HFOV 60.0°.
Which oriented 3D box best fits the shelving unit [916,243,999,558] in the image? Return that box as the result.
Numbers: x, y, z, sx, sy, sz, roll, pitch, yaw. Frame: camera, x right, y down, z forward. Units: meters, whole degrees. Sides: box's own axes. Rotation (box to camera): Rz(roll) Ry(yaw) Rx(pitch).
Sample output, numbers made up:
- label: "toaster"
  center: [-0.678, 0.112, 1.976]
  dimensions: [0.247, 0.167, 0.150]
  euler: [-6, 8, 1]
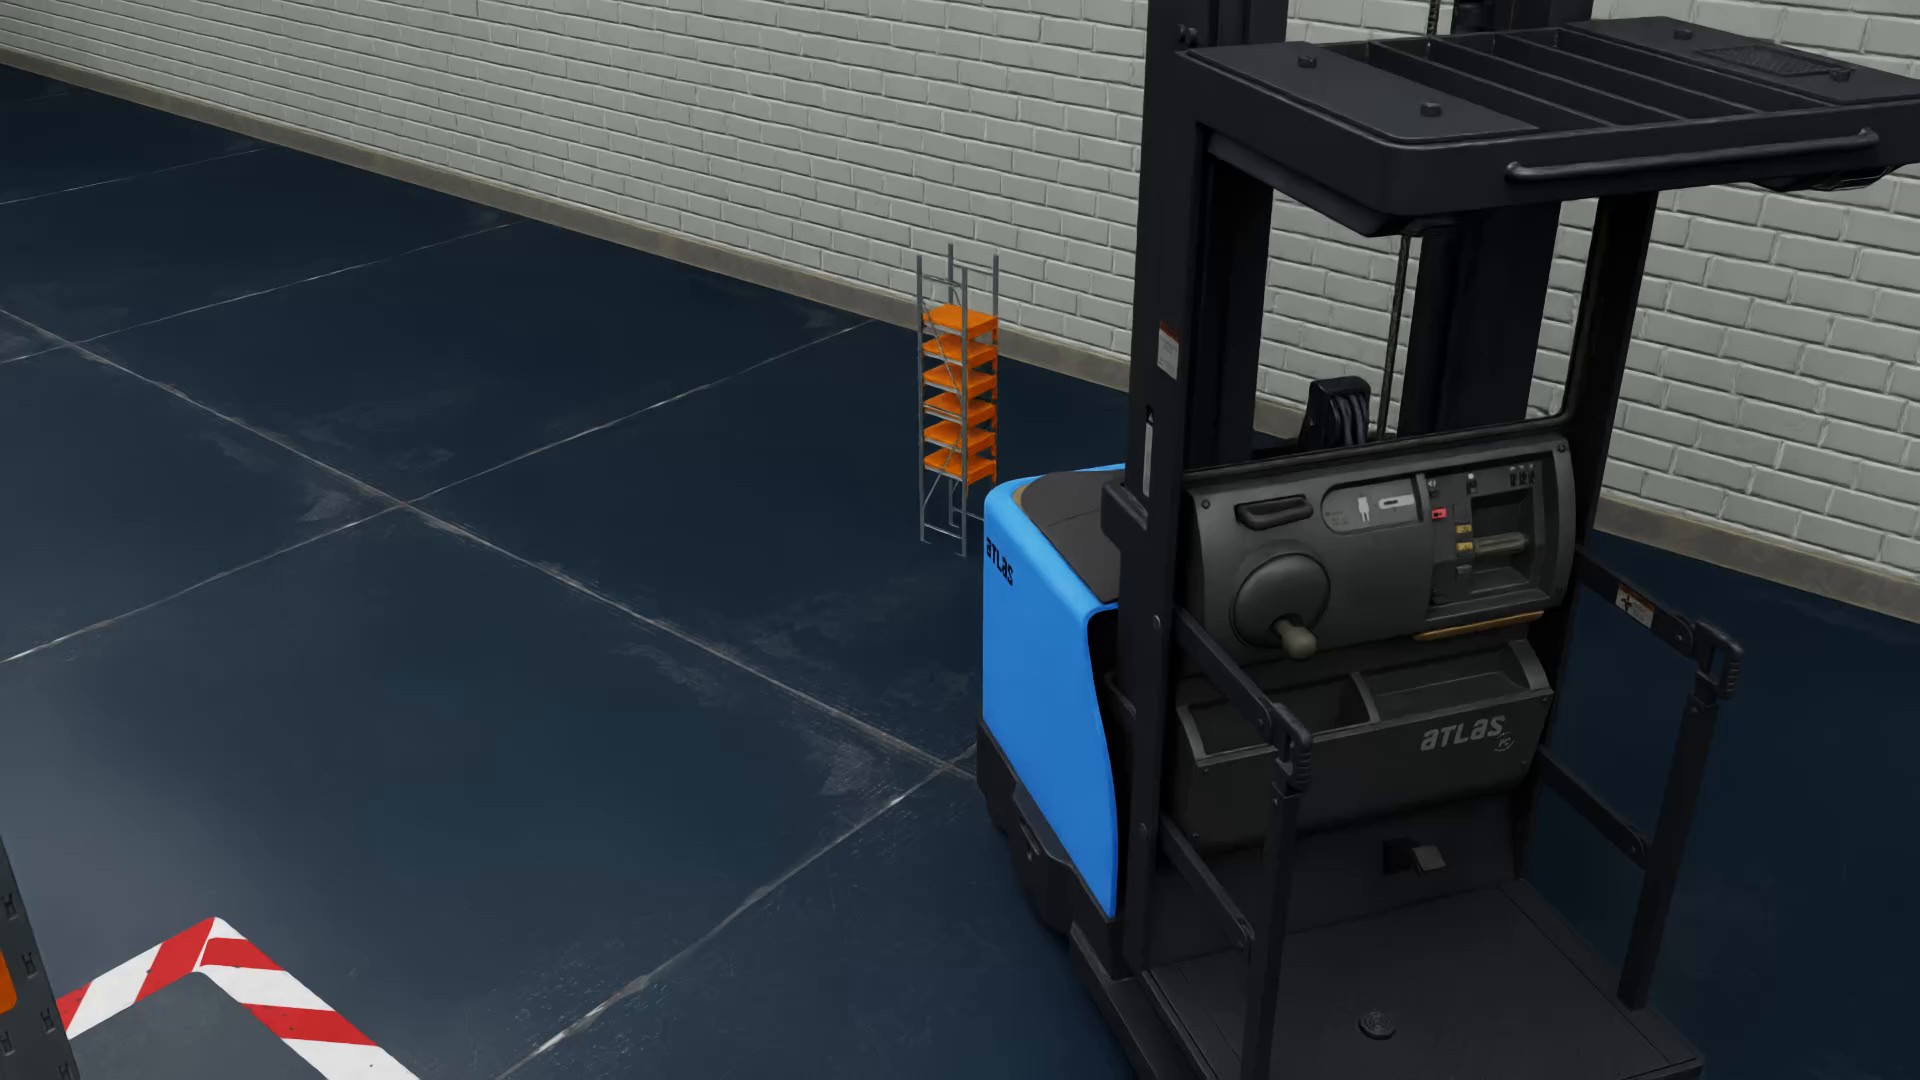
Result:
- label: "shelving unit"
  center: [-0.009, -0.528, 6.464]
  dimensions: [0.258, 1.200, 0.189]
  euler: [21, 34, 34]

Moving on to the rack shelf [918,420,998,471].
- label: "rack shelf"
  center: [-0.009, -0.382, 6.540]
  dimensions: [0.258, 0.103, 0.180]
  euler: [21, 34, 34]

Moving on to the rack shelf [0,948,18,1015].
- label: "rack shelf"
  center: [-3.383, 1.242, 1.867]
  dimensions: [1.077, 0.370, 4.000]
  euler: [21, 34, 34]

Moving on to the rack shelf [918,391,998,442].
- label: "rack shelf"
  center: [-0.009, -0.488, 6.485]
  dimensions: [0.258, 0.103, 0.180]
  euler: [21, 34, 34]

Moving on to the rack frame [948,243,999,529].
- label: "rack frame"
  center: [0.049, -0.560, 6.527]
  dimensions: [0.240, 1.200, 0.006]
  euler: [21, 34, 34]

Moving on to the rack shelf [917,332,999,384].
- label: "rack shelf"
  center: [-0.009, -0.701, 6.375]
  dimensions: [0.258, 0.103, 0.180]
  euler: [21, 34, 34]

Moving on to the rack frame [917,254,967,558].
- label: "rack frame"
  center: [-0.067, -0.495, 6.402]
  dimensions: [0.240, 1.200, 0.006]
  euler: [21, 34, 34]

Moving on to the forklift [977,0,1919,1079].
- label: "forklift"
  center: [1.009, 0.056, 3.452]
  dimensions: [1.130, 2.935, 3.031]
  euler: [-9, 29, -17]

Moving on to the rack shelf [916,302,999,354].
- label: "rack shelf"
  center: [-0.009, -0.808, 6.319]
  dimensions: [0.258, 0.103, 0.180]
  euler: [21, 34, 34]

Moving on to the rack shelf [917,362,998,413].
- label: "rack shelf"
  center: [-0.009, -0.595, 6.430]
  dimensions: [0.258, 0.103, 0.180]
  euler: [21, 34, 34]

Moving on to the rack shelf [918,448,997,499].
- label: "rack shelf"
  center: [-0.009, -0.275, 6.595]
  dimensions: [0.258, 0.103, 0.180]
  euler: [21, 34, 34]
